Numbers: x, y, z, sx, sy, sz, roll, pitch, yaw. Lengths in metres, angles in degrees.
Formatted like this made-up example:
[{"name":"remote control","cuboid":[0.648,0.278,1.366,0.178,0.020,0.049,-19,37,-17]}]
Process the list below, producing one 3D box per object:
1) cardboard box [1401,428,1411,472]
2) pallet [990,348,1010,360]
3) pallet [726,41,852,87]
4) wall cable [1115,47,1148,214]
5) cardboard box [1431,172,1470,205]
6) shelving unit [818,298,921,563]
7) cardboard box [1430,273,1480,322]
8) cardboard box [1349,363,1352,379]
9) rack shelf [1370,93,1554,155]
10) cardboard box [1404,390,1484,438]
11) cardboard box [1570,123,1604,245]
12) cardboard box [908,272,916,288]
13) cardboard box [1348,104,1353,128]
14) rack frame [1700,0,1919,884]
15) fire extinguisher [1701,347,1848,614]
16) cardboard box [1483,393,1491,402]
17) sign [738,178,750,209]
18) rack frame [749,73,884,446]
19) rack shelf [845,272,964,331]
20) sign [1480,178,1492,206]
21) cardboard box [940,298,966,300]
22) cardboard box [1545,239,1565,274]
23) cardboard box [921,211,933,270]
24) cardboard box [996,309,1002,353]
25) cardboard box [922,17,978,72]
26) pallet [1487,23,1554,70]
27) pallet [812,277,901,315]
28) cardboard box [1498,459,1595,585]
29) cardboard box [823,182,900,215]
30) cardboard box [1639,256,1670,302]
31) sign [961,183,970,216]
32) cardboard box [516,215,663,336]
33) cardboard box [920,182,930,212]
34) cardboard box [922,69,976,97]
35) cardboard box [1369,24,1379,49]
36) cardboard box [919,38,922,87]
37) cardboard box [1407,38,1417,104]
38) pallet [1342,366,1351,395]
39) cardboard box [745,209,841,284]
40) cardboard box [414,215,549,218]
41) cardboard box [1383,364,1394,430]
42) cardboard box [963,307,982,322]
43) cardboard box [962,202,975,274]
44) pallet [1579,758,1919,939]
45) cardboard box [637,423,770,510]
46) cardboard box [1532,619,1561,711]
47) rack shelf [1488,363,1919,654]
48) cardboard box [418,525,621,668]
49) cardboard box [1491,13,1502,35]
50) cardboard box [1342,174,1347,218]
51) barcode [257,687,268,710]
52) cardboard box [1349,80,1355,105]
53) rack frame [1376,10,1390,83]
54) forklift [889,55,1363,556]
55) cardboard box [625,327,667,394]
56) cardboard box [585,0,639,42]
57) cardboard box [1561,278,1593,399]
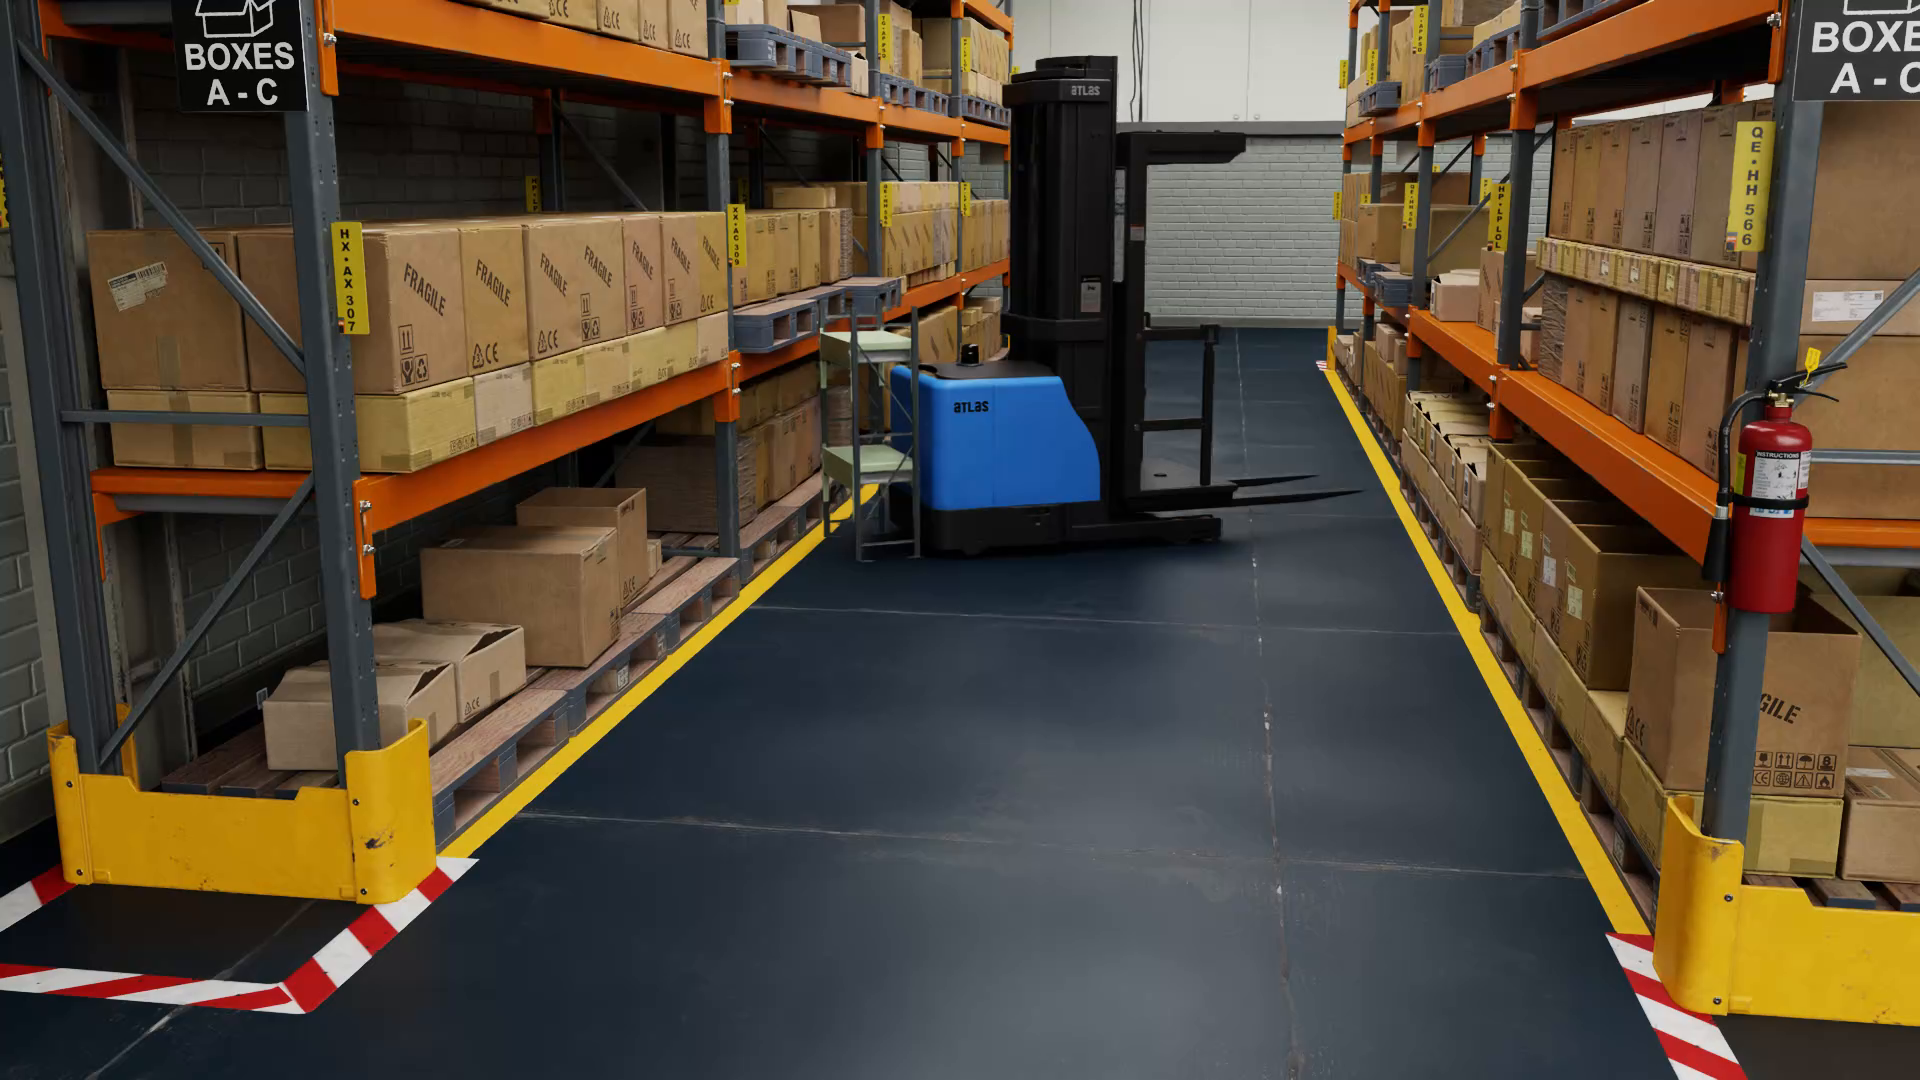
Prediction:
[{"name":"cardboard box","cuboid":[3.425,-0.630,11.827,0.500,0.250,0.500,2,12,8]},{"name":"pallet","cuboid":[0.085,-2.161,20.021,1.003,0.211,1.213,2,12,9]},{"name":"pallet","cuboid":[-1.359,-2.911,10.207,1.213,0.211,1.003,2,12,9]},{"name":"wall cable","cuboid":[1.353,-6.274,25.616,3.097,2.526,0.112,2,12,9]},{"name":"cardboard box","cuboid":[4.761,-3.328,16.204,0.500,0.500,0.500,2,12,10]},{"name":"shelving unit","cuboid":[-0.555,-0.686,10.111,0.431,1.500,0.755,-5,13,-19]},{"name":"cardboard box","cuboid":[3.466,-1.645,11.218,0.500,0.311,0.500,2,12,8]},{"name":"cardboard box","cuboid":[4.216,-1.730,17.125,0.380,0.149,0.250,2,12,9]},{"name":"rack shelf","cuboid":[4.103,-3.399,13.735,1.077,0.370,4.000,2,12,9]},{"name":"cardboard box","cuboid":[3.425,-0.904,11.768,0.500,0.311,0.500,2,12,11]},{"name":"cardboard box","cuboid":[3.042,-1.521,7.114,0.700,0.500,0.500,2,12,9]},{"name":"cardboard box","cuboid":[-0.595,-2.296,14.575,0.380,0.149,0.250,2,12,9]},{"name":"cardboard box","cuboid":[4.606,-4.724,18.531,0.500,0.250,0.500,2,12,9]},{"name":"rack frame","cuboid":[2.565,-0.203,4.316,1.000,3.000,0.127,2,12,9]},{"name":"fire extinguisher","cuboid":[2.088,-0.156,4.279,0.296,0.674,0.183,2,12,9]},{"name":"cardboard box","cuboid":[3.958,-0.887,11.686,0.500,0.311,0.500,2,12,10]},{"name":"sign","cuboid":[-1.649,-2.611,12.742,0.100,0.325,0.005,2,12,9]},{"name":"rack frame","cuboid":[-1.100,-2.028,12.784,1.000,3.000,0.127,2,12,9]},{"name":"rack shelf","cuboid":[-0.792,-2.093,14.792,1.077,0.370,4.000,2,12,9]},{"name":"sign","cuboid":[4.959,-3.250,15.705,0.100,0.325,0.005,2,12,9]},{"name":"cardboard box","cuboid":[-0.134,-2.772,19.632,0.380,0.149,0.250,2,12,9]},{"name":"cardboard box","cuboid":[2.909,-1.300,7.628,0.380,0.149,0.250,2,12,9]},{"name":"cardboard box","cuboid":[-0.533,-2.646,14.659,0.500,0.500,0.500,2,12,10]},{"name":"cardboard box","cuboid":[0.121,-2.528,20.039,0.700,0.500,0.500,2,12,9]},{"name":"cardboard box","cuboid":[-0.098,-5.014,16.860,0.500,0.500,0.500,2,12,8]},{"name":"pallet","cuboid":[3.303,-2.593,8.737,0.805,0.209,1.217,1,12,6]},{"name":"pallet","cuboid":[-1.104,-1.783,12.100,1.213,0.211,1.003,2,12,9]},{"name":"cardboard box","cuboid":[2.730,-0.073,7.461,0.500,0.500,0.500,2,12,9]},{"name":"cardboard box","cuboid":[-0.771,-2.691,13.089,0.500,0.250,0.500,2,12,10]},{"name":"cardboard box","cuboid":[2.633,-0.924,5.885,0.380,0.149,0.250,2,12,10]},{"name":"sign","cuboid":[0.053,-3.373,16.462,0.100,0.325,0.005,2,12,9]},{"name":"cardboard box","cuboid":[-1.642,-1.181,7.384,0.500,0.500,0.500,2,12,7]},{"name":"cardboard box","cuboid":[-0.548,-3.008,14.558,0.500,0.250,0.500,2,12,7]},{"name":"cardboard box","cuboid":[-0.118,-4.643,16.921,0.500,0.250,0.500,2,12,8]},{"name":"cardboard box","cuboid":[4.662,-5.120,17.402,0.700,0.500,0.500,2,12,9]},{"name":"cardboard box","cuboid":[-0.729,-4.411,15.441,0.700,0.500,0.500,1,12,6]},{"name":"cardboard box","cuboid":[3.908,-3.582,12.636,0.910,0.500,0.500,2,12,9]},{"name":"pallet","cuboid":[4.702,-1.735,18.046,1.003,0.211,1.213,2,12,9]},{"name":"cardboard box","cuboid":[-1.222,-2.077,11.728,0.700,0.500,0.500,1,12,3]},{"name":"cardboard box","cuboid":[-2.159,-1.196,7.453,0.500,0.500,0.500,2,12,10]},{"name":"cardboard box","cuboid":[3.787,-1.172,13.698,0.500,0.500,0.500,1,12,7]},{"name":"cardboard box","cuboid":[0.044,-2.488,18.313,0.380,0.149,0.250,2,12,7]},{"name":"cardboard box","cuboid":[-0.385,-3.120,17.138,0.980,0.700,0.700,2,12,10]},{"name":"pallet","cuboid":[2.641,0.999,5.354,1.003,0.211,1.213,2,12,9]},{"name":"cardboard box","cuboid":[-1.589,-0.452,10.358,0.700,0.500,0.500,2,12,8]},{"name":"cardboard box","cuboid":[2.574,0.502,6.574,0.500,0.250,0.500,2,12,9]},{"name":"rack shelf","cuboid":[2.873,-0.268,6.323,1.077,0.370,4.000,2,12,9]},{"name":"cardboard box","cuboid":[-1.885,0.233,7.180,0.700,0.500,0.500,1,12,5]},{"name":"cardboard box","cuboid":[3.718,-3.261,10.743,0.500,0.250,0.500,2,12,10]},{"name":"cardboard box","cuboid":[4.697,-3.988,19.266,0.500,0.500,0.500,2,12,10]},{"name":"barcode","cuboid":[-2.528,0.574,6.025,0.001,0.075,0.075,2,12,9]},{"name":"cardboard box","cuboid":[4.605,-4.969,18.479,0.500,0.250,0.500,2,12,9]},{"name":"rack frame","cuboid":[4.410,-5.634,15.275,1.000,3.000,0.127,2,12,9]},{"name":"forklift","cuboid":[1.118,-1.504,10.513,3.031,2.935,1.130,-4,13,-18]},{"name":"cardboard box","cuboid":[-1.636,-0.815,7.463,0.500,0.250,0.500,2,12,8]},{"name":"cardboard box","cuboid":[-1.687,-2.386,7.039,0.500,0.500,0.500,1,12,6]},{"name":"cardboard box","cuboid":[3.043,-0.882,7.229,0.700,0.500,0.500,2,12,8]}]
